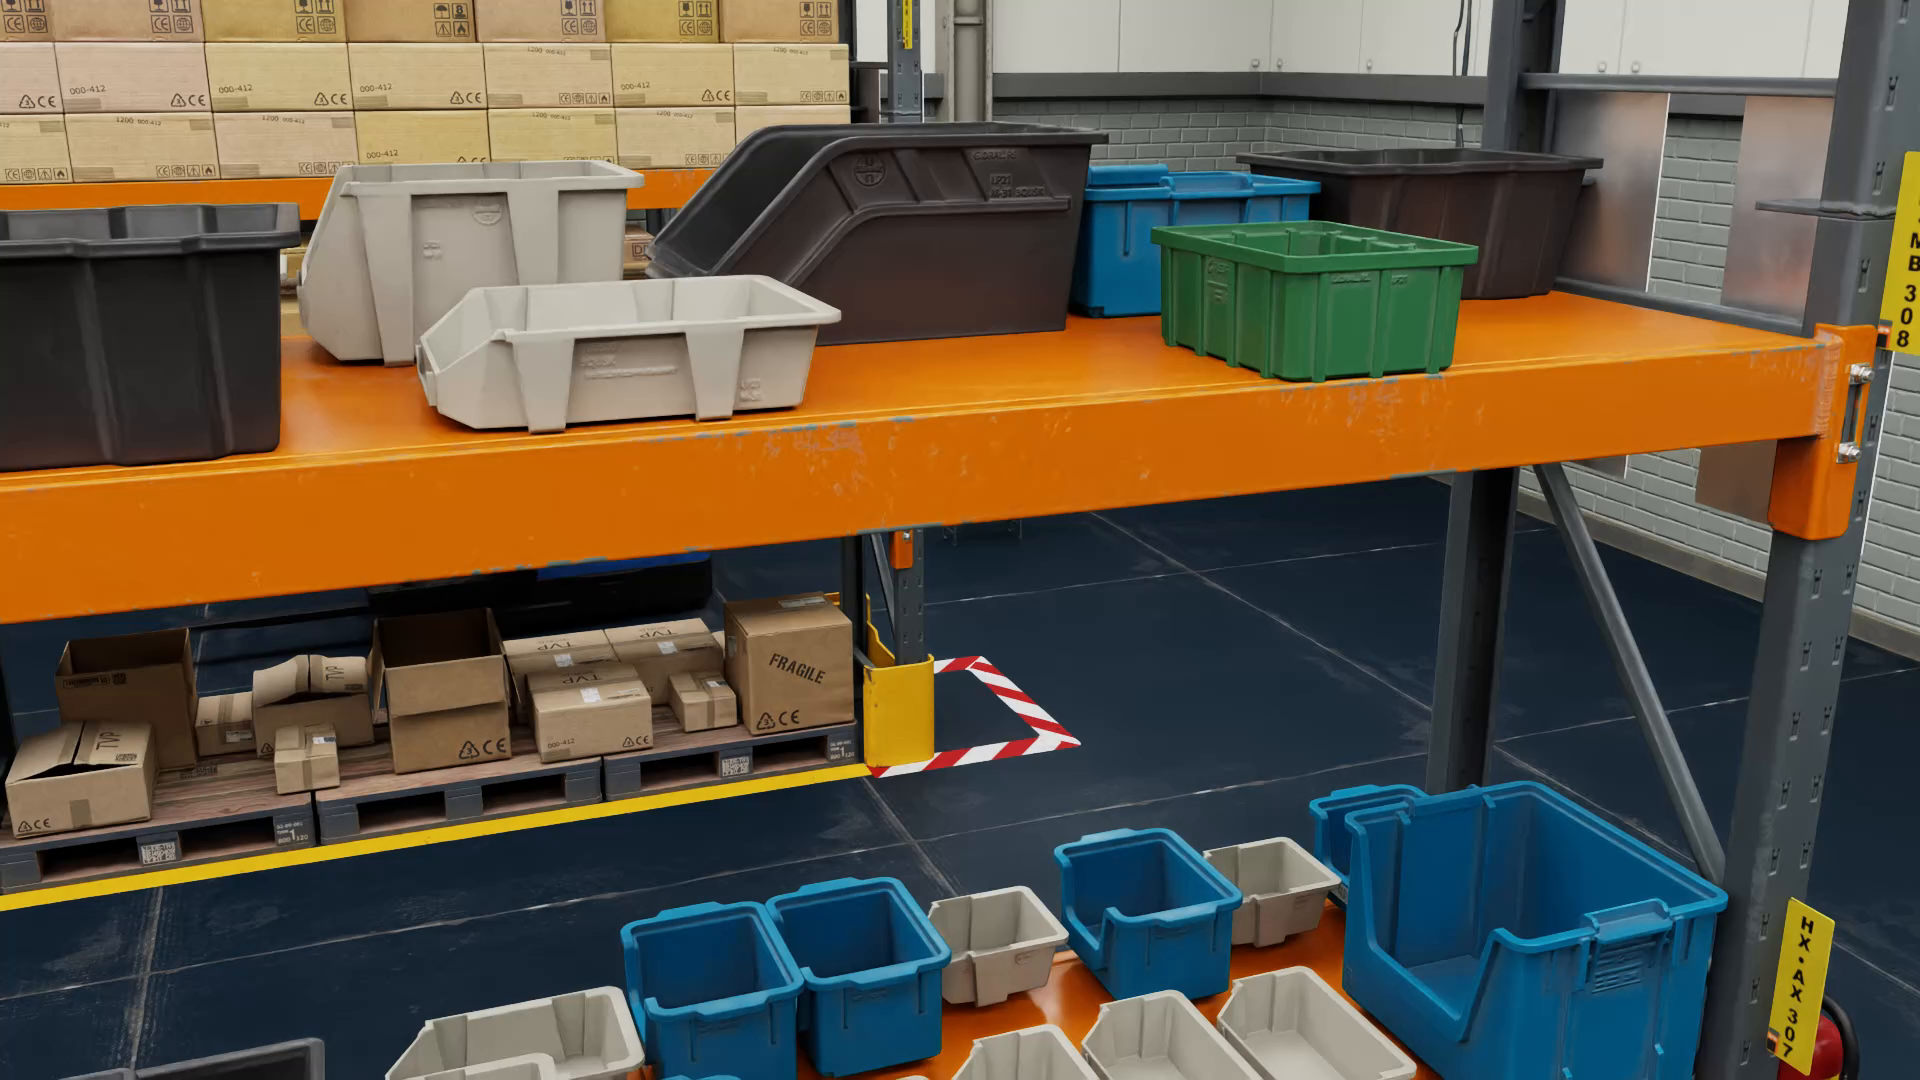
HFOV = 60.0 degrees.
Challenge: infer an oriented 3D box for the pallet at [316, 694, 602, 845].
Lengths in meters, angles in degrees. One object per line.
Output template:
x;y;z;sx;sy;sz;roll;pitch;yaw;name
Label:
-2.356;1.020;7.752;1.213;0.211;1.003;-6;17;-20;pallet

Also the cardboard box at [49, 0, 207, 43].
-3.180;-2.165;6.370;0.500;0.500;0.700;-6;17;-20;cardboard box

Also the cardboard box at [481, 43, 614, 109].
-1.727;-1.917;6.858;0.500;0.250;0.500;-6;17;-20;cardboard box

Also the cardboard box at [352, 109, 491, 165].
-2.194;-1.627;6.759;0.500;0.250;0.500;-6;17;-20;cardboard box

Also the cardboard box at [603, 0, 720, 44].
-1.374;-2.411;7.211;0.500;0.500;0.700;-6;17;-20;cardboard box

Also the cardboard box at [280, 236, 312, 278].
-4.718;-1.695;11.514;0.700;0.700;0.980;-7;18;-21;cardboard box

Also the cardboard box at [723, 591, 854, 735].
-0.823;0.579;7.958;0.500;0.500;0.500;-6;17;-20;cardboard box

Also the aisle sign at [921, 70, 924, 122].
-0.230;-1.702;7.458;0.004;0.787;0.394;-6;17;-20;aisle sign

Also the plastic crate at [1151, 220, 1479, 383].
0.547;-0.388;2.649;0.336;0.188;0.450;-6;17;-20;plastic crate

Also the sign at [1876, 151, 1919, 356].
1.578;-0.471;2.741;0.005;0.325;0.100;-6;17;-20;sign

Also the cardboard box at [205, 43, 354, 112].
-2.658;-1.815;6.509;0.500;0.250;0.500;-6;17;-20;cardboard box

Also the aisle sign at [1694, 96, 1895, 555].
1.538;-0.403;3.032;0.004;0.787;0.394;-6;17;-20;aisle sign

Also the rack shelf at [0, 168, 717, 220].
-2.271;-1.421;7.067;4.000;0.370;1.077;-6;17;-20;rack shelf

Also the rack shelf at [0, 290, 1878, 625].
-0.502;-0.118;2.628;4.000;0.370;1.077;-6;17;-20;rack shelf

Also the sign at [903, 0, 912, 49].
-0.223;-2.245;7.024;0.005;0.325;0.100;-6;17;-20;sign

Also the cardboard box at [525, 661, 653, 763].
-1.721;0.787;7.694;0.500;0.250;0.500;-6;17;-20;cardboard box

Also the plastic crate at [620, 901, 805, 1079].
-0.492;0.928;3.306;0.300;0.233;0.416;-6;17;-20;plastic crate

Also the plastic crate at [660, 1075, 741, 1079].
-0.460;1.101;2.716;0.300;0.233;0.416;-6;17;-20;plastic crate

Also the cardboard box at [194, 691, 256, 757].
-3.379;0.846;7.674;0.250;0.149;0.380;-6;17;-20;cardboard box

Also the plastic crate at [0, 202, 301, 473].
-1.111;-0.251;2.039;0.590;0.269;0.497;-6;17;-20;plastic crate

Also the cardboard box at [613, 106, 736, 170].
-1.259;-1.727;7.099;0.500;0.250;0.500;-6;17;-20;cardboard box

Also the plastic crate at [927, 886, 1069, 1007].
0.055;0.890;3.606;0.298;0.136;0.250;-6;17;-20;plastic crate

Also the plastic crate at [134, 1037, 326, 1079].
-1.420;1.098;2.918;0.590;0.125;0.437;-6;17;-20;plastic crate

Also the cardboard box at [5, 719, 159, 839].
-3.669;0.968;6.969;0.500;0.311;0.500;-6;17;-20;cardboard box

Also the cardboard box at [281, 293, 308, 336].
-2.636;-0.731;6.810;0.500;0.500;0.500;-7;18;-22;cardboard box

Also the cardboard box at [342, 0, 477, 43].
-2.303;-2.307;6.855;0.500;0.500;0.700;-6;17;-20;cardboard box

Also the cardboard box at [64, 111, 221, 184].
-3.127;-1.526;6.414;0.500;0.250;0.500;-6;17;-20;cardboard box

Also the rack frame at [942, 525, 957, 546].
-0.073;-0.568;11.402;0.015;1.200;0.240;-6;17;-20;rack frame

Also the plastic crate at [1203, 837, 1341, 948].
0.688;0.821;3.839;0.298;0.136;0.250;-6;17;-20;plastic crate

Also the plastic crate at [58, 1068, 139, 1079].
-1.446;1.095;2.327;0.583;0.464;0.402;-6;17;-20;plastic crate

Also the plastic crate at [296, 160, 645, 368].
-0.814;-0.465;2.746;0.530;0.282;0.437;-6;17;-20;plastic crate

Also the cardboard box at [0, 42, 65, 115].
-3.595;-1.716;6.174;0.500;0.250;0.500;-6;17;-20;cardboard box

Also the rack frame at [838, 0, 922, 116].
-0.403;-3.407;7.230;0.127;3.000;1.000;-6;17;-20;rack frame

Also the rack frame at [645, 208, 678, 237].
-2.179;-1.832;12.512;0.127;3.000;1.000;-6;17;-20;rack frame

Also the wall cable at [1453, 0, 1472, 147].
3.230;-3.697;13.726;0.112;2.526;3.097;-6;17;-20;wall cable

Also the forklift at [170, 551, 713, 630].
-3.082;-0.956;9.653;3.031;2.935;1.130;-7;18;-22;forklift

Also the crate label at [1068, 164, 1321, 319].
0.389;-0.585;3.207;0.502;0.251;0.408;-6;17;-20;crate label

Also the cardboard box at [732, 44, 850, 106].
-0.792;-2.017;7.198;0.500;0.250;0.500;-6;17;-20;cardboard box

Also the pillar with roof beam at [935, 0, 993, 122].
1.573;-4.077;9.512;0.400;9.000;9.100;-6;17;-20;pillar with roof beam

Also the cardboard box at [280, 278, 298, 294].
-2.811;-0.875;7.304;0.500;0.500;0.500;-6;17;-20;cardboard box

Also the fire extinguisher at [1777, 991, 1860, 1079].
1.669;1.095;3.344;0.183;0.674;0.296;-6;17;-20;fire extinguisher

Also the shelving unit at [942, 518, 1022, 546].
0.155;-0.592;11.486;0.503;1.200;0.258;-6;17;-20;shelving unit

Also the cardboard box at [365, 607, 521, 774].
-2.386;0.670;7.641;0.637;0.503;0.797;-6;17;-20;cardboard box

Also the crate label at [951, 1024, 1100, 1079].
0.142;1.062;3.018;0.243;0.136;0.396;-6;17;-20;crate label

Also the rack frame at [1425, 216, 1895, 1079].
1.366;0.775;3.636;0.127;3.000;1.000;-6;17;-20;rack frame

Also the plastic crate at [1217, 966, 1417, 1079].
0.669;1.002;3.222;0.243;0.136;0.396;-6;17;-20;plastic crate

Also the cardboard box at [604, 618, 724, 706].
-1.479;0.610;8.296;0.500;0.250;0.500;-6;17;-20;cardboard box
